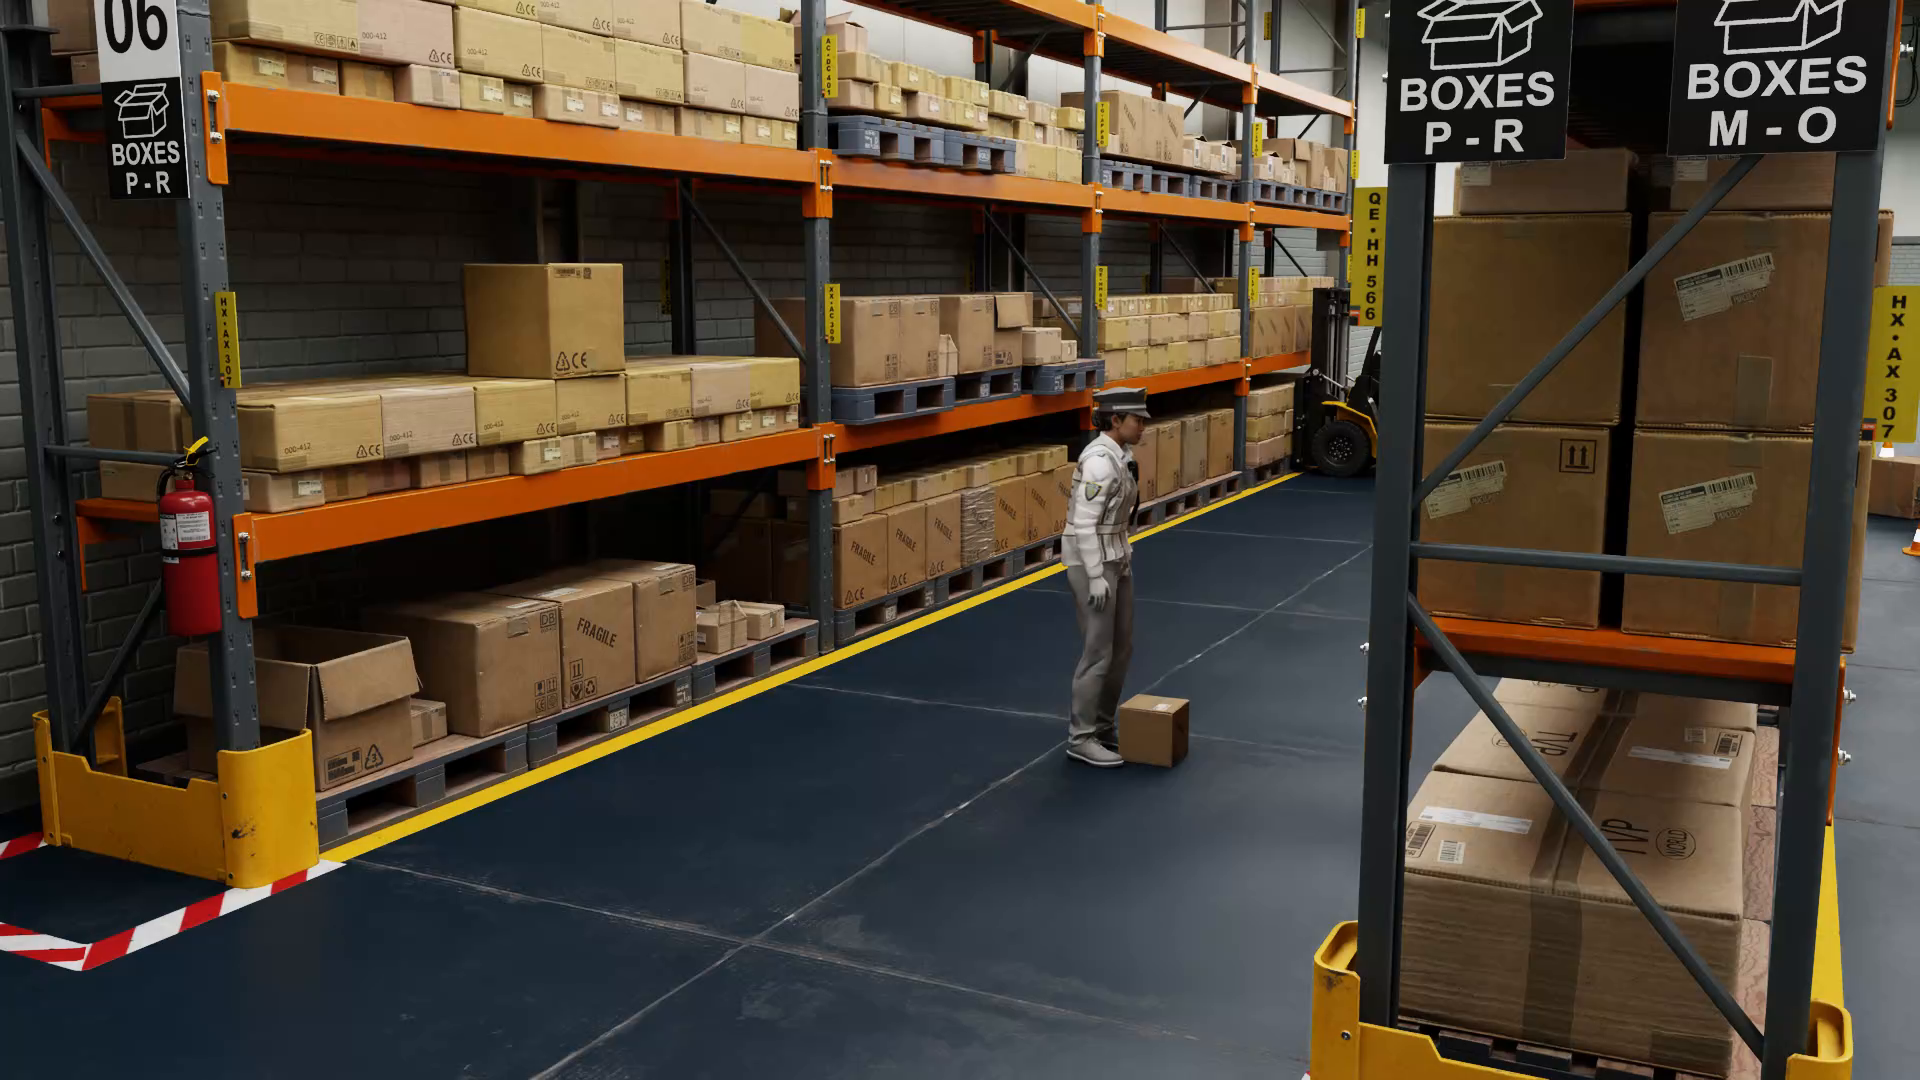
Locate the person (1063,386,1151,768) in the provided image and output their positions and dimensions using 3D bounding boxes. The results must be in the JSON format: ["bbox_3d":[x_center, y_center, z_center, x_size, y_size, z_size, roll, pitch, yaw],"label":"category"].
[{"bbox_3d":[0.649,0.148,7.442,0.359,1.664,0.469,4,10,23],"label":"person"}]
